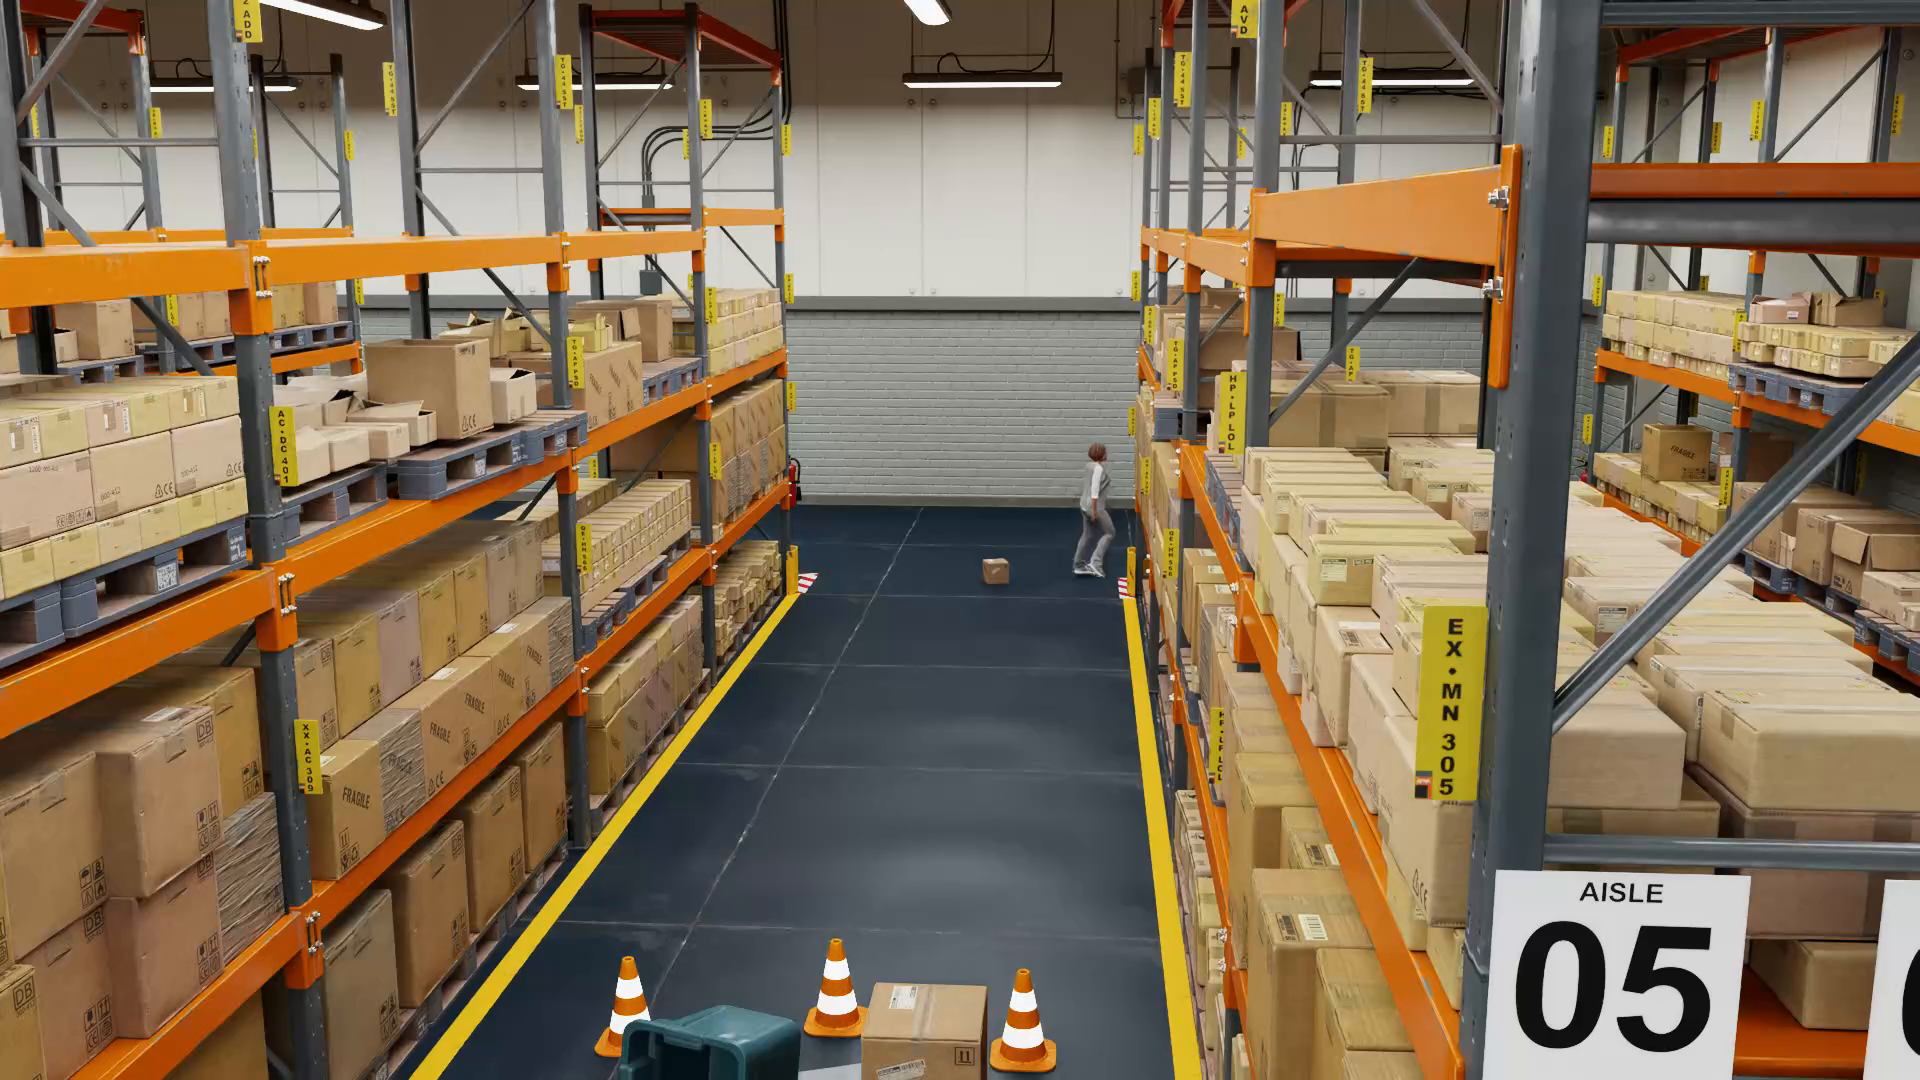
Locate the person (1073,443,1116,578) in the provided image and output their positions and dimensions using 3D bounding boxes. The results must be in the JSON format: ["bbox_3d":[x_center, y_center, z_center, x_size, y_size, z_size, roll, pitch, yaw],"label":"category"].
[{"bbox_3d":[1.594,-0.351,19.721,0.478,1.615,0.466,-3,11,-16],"label":"person"}]
